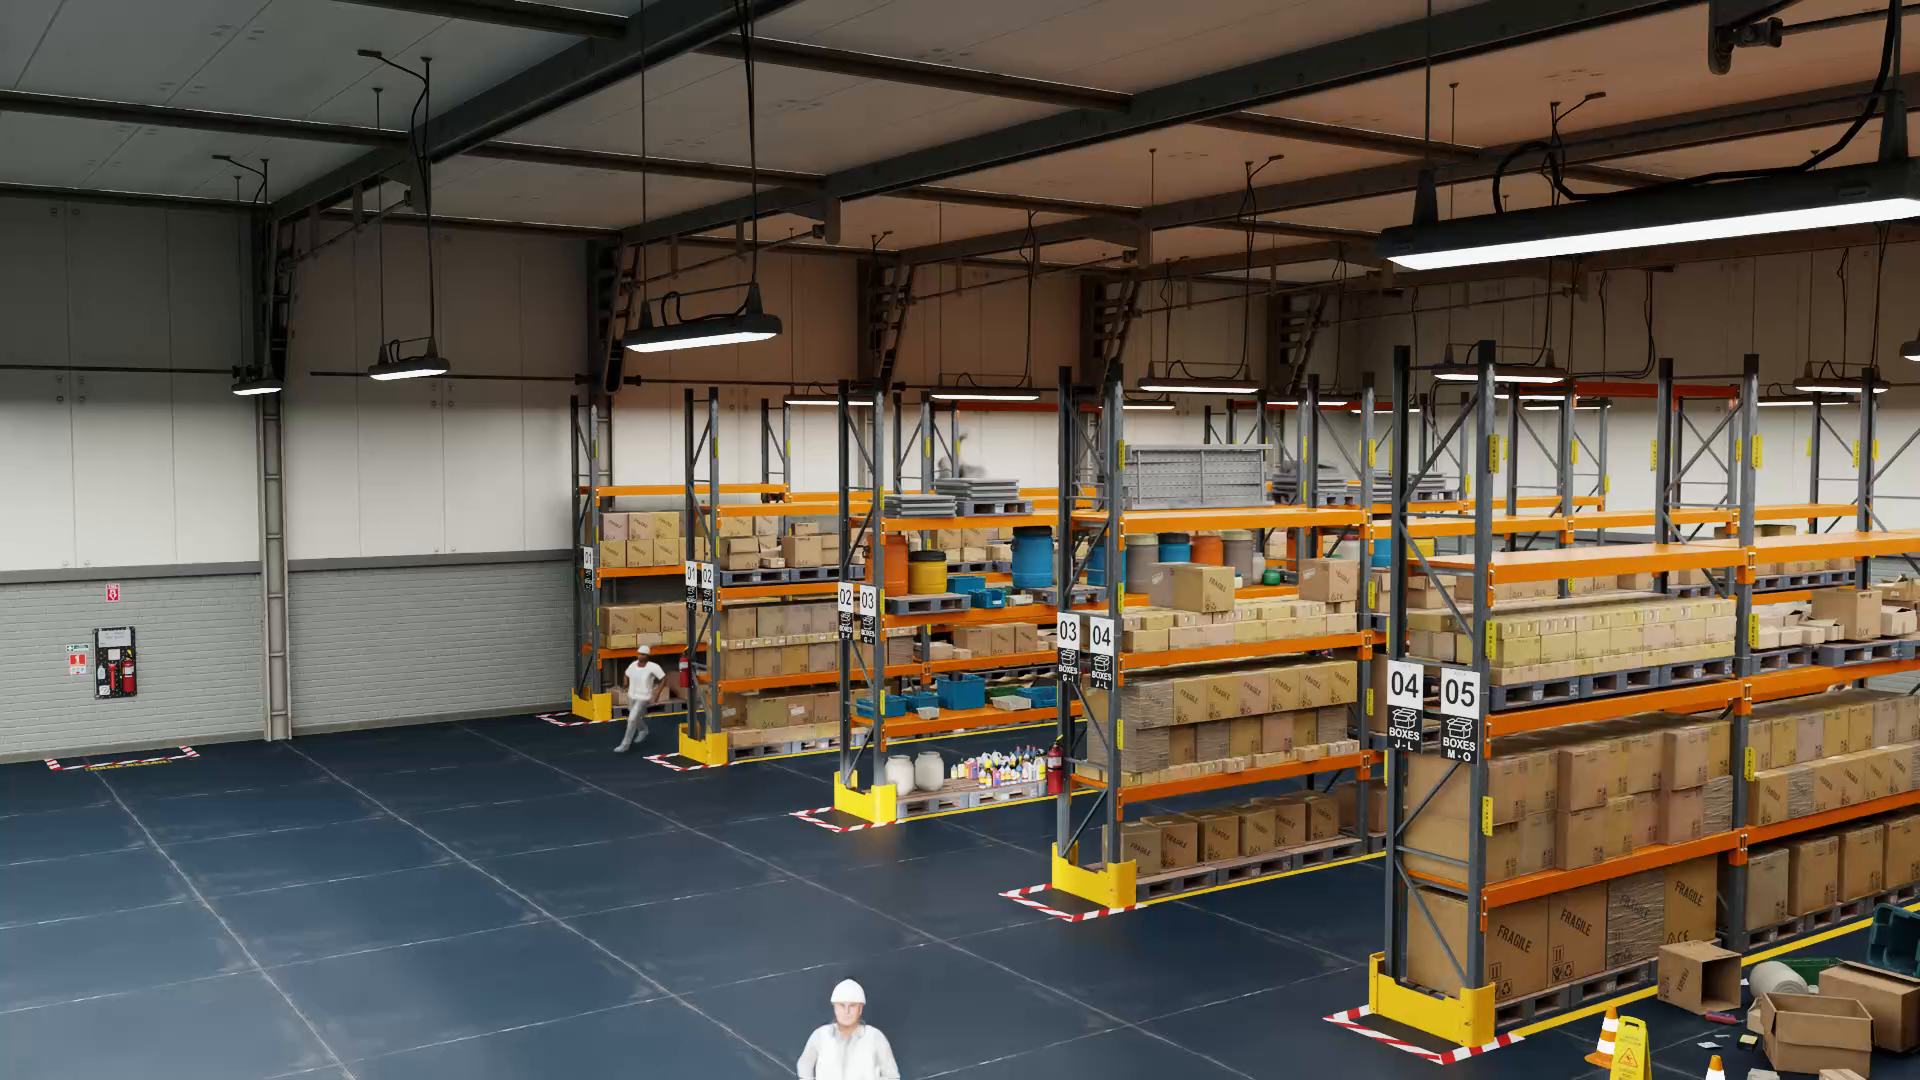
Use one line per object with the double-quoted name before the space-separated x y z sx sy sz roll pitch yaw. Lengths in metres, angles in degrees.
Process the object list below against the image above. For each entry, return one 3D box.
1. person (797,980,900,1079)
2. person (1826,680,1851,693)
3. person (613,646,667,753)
"person" -0.716 3.659 10.542 0.669 1.741 0.821 0 3 1
"person" 13.005 2.777 24.548 0.921 1.792 0.652 -3 4 -36
"person" -5.325 2.618 27.639 0.761 1.737 0.971 2 4 29
